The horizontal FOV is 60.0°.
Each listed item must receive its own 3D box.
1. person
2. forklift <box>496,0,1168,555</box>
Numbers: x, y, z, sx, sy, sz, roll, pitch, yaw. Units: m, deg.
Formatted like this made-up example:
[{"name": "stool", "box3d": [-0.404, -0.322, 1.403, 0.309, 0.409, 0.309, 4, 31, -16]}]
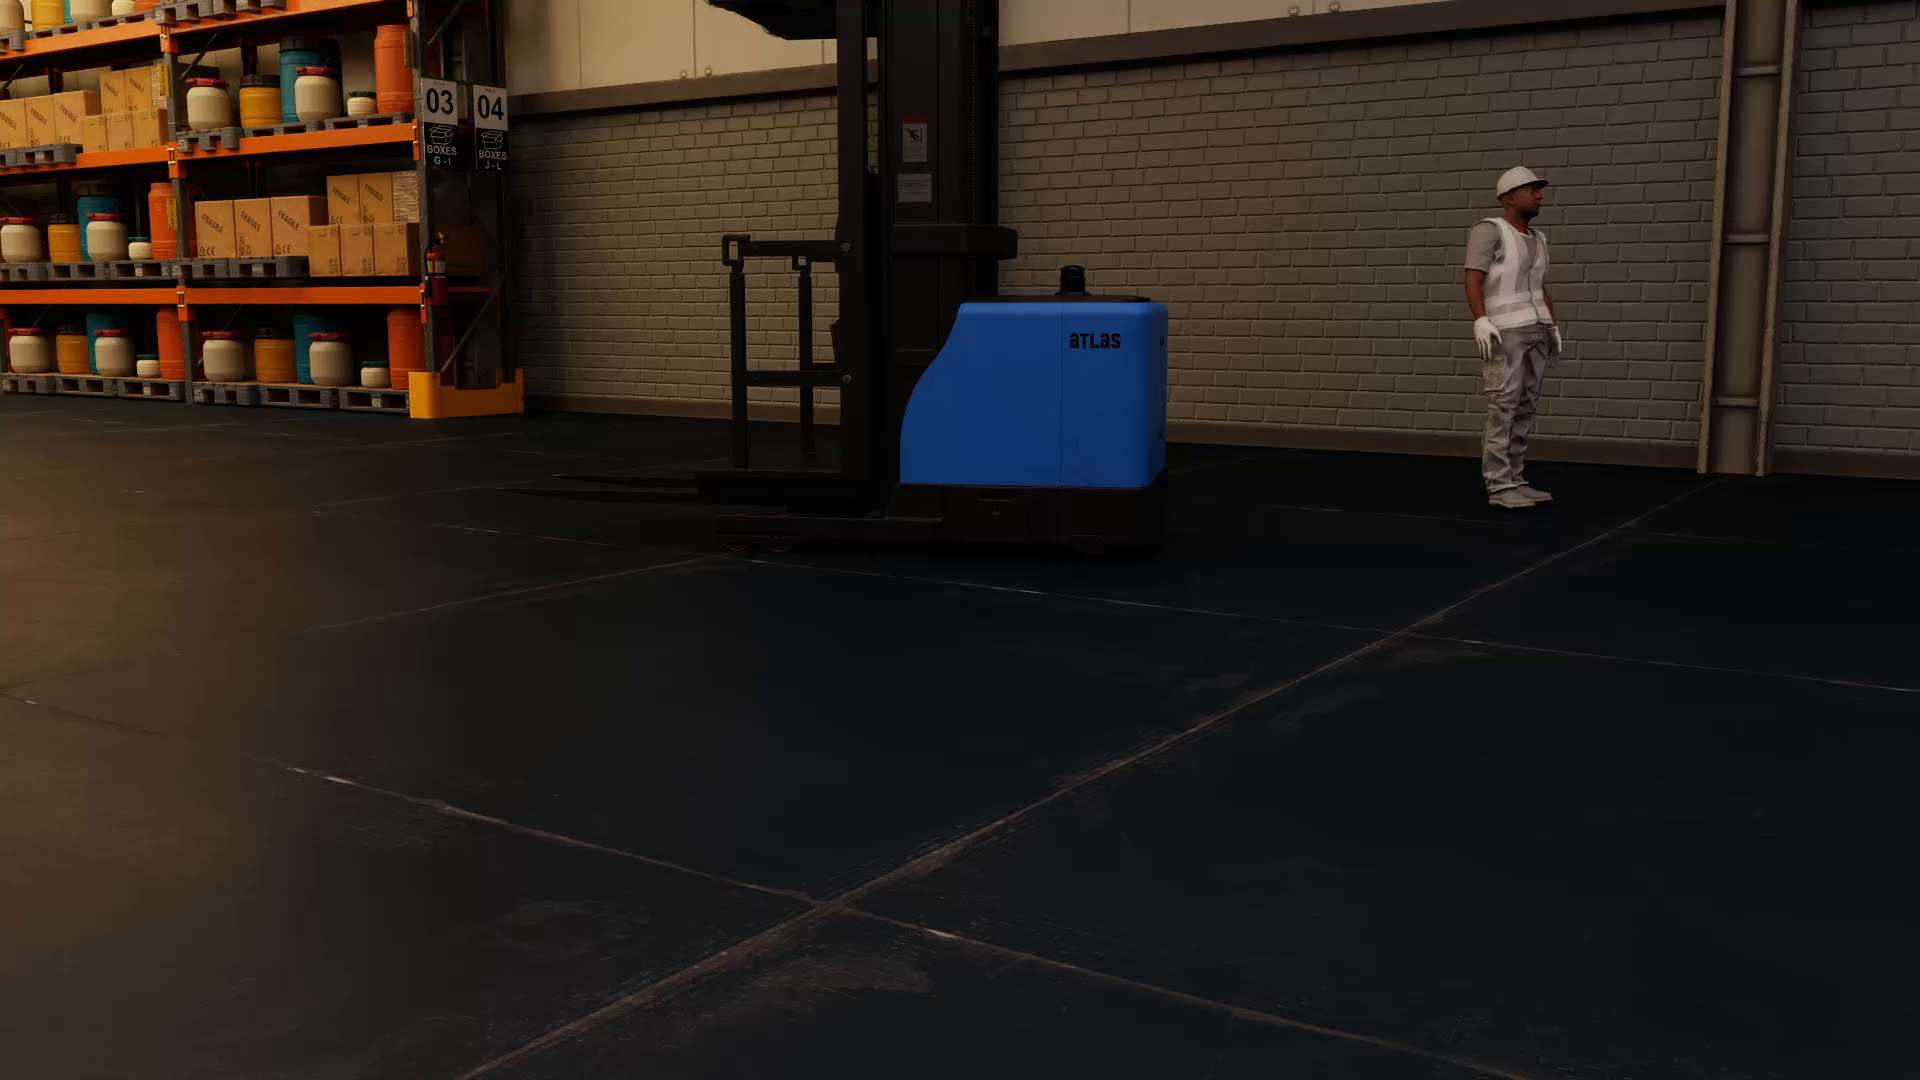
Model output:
[{"name": "person", "box3d": [3.001, -1.082, 8.821, 0.657, 1.783, 0.578, -6, 10, -35]}, {"name": "forklift", "box3d": [-0.596, -1.469, 7.520, 3.031, 2.935, 1.130, 2, 8, 12]}]
